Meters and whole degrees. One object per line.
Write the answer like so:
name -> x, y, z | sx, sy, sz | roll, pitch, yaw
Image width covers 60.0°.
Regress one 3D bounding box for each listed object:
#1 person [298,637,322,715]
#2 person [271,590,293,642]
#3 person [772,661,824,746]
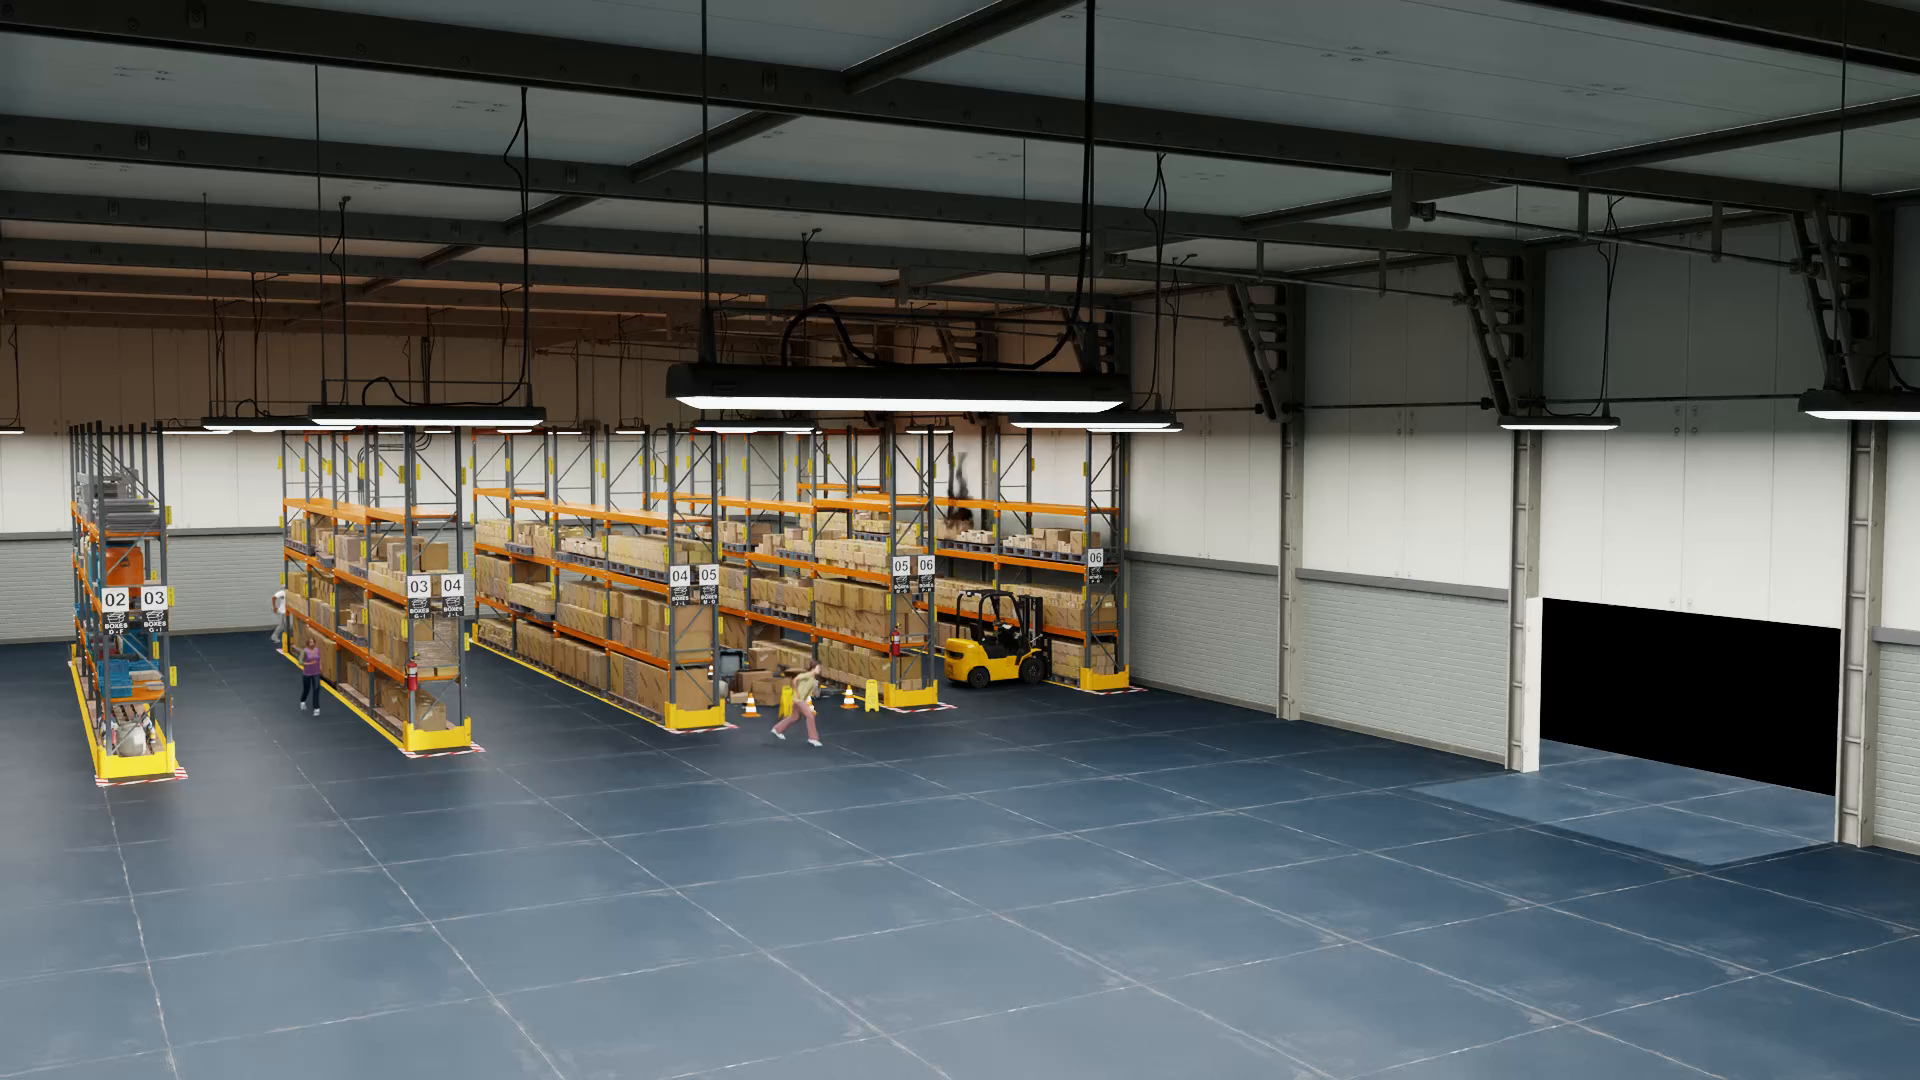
person -> -13.402, 2.789, 34.311 | 0.537, 1.572, 0.881 | -3, 5, -40
person -> -18.711, 2.024, 45.989 | 0.766, 1.783, 0.697 | 0, 4, 1
person -> -3.029, 3.037, 30.882 | 1.003, 1.625, 0.616 | 1, 4, 16
